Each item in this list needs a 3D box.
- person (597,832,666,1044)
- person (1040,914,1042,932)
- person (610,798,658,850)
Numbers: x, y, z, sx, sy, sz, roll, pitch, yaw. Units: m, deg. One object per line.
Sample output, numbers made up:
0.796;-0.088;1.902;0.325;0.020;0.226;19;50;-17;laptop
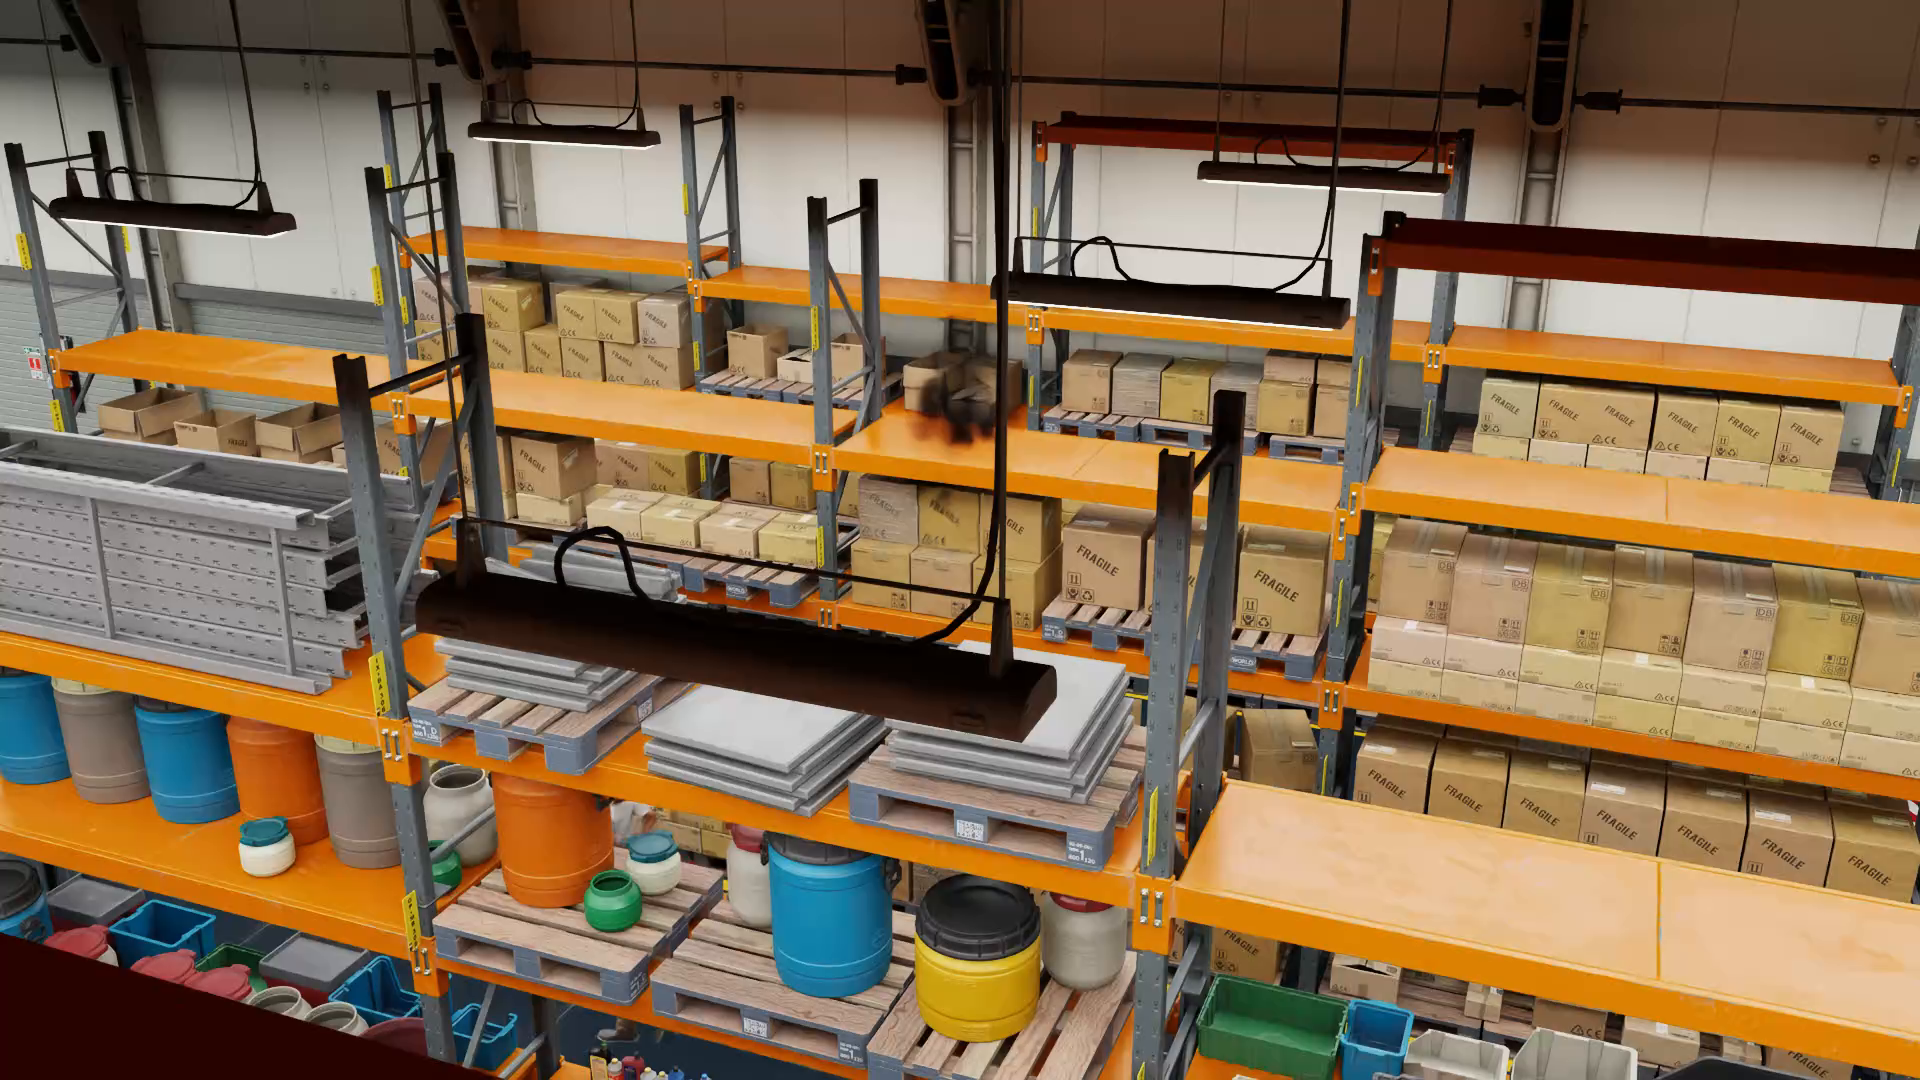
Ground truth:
-2.301;2.843;11.762;0.665;1.705;0.684;8;22;20;person
0.610;3.167;11.022;0.533;1.639;0.587;5;21;13;person
-2.584;2.526;12.627;0.749;1.749;0.541;7;22;17;person
